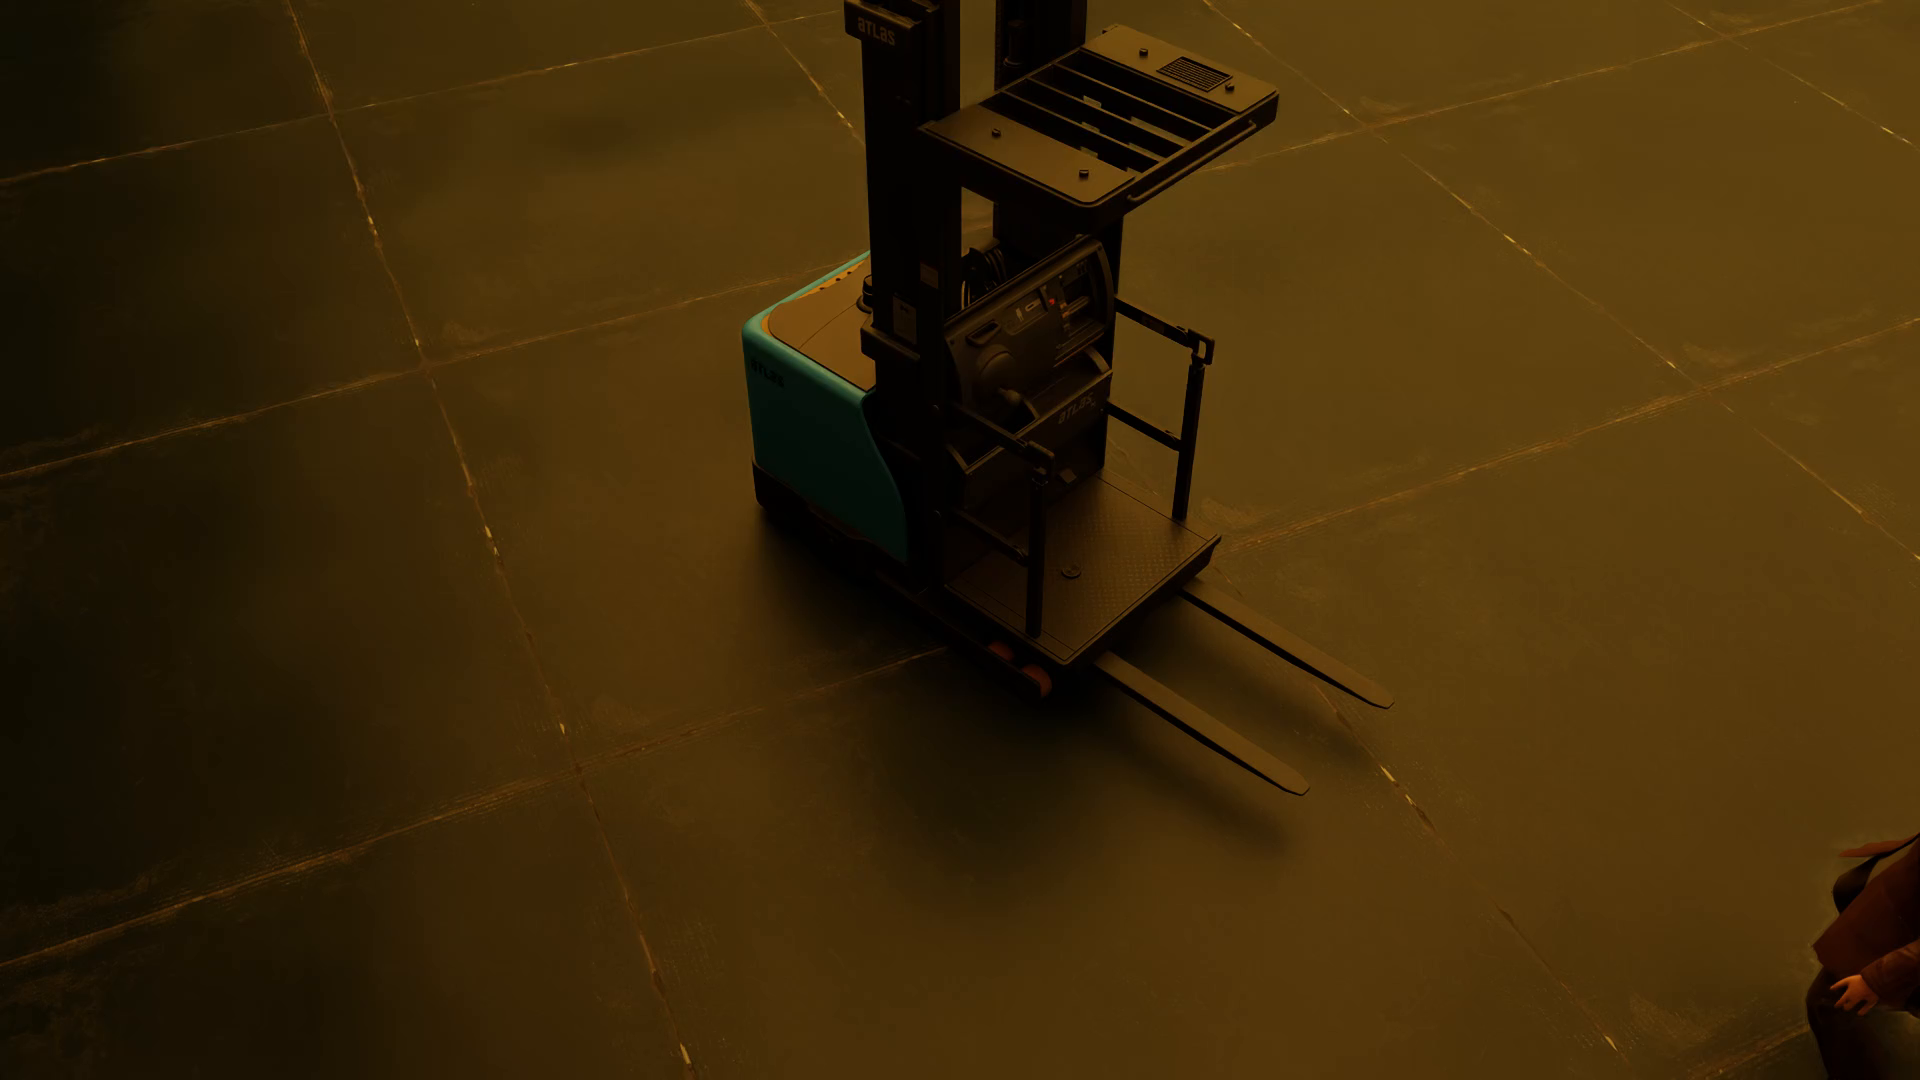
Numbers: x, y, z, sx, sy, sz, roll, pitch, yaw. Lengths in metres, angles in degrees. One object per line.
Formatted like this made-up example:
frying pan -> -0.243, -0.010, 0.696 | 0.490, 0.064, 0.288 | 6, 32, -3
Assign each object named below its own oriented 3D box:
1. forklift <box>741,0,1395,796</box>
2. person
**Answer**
forklift -> 0.445, -0.788, 6.525 | 3.031, 2.935, 1.130 | 32, 52, 30
person -> 3.132, 1.204, 5.406 | 0.573, 1.558, 0.942 | 30, 51, 28
